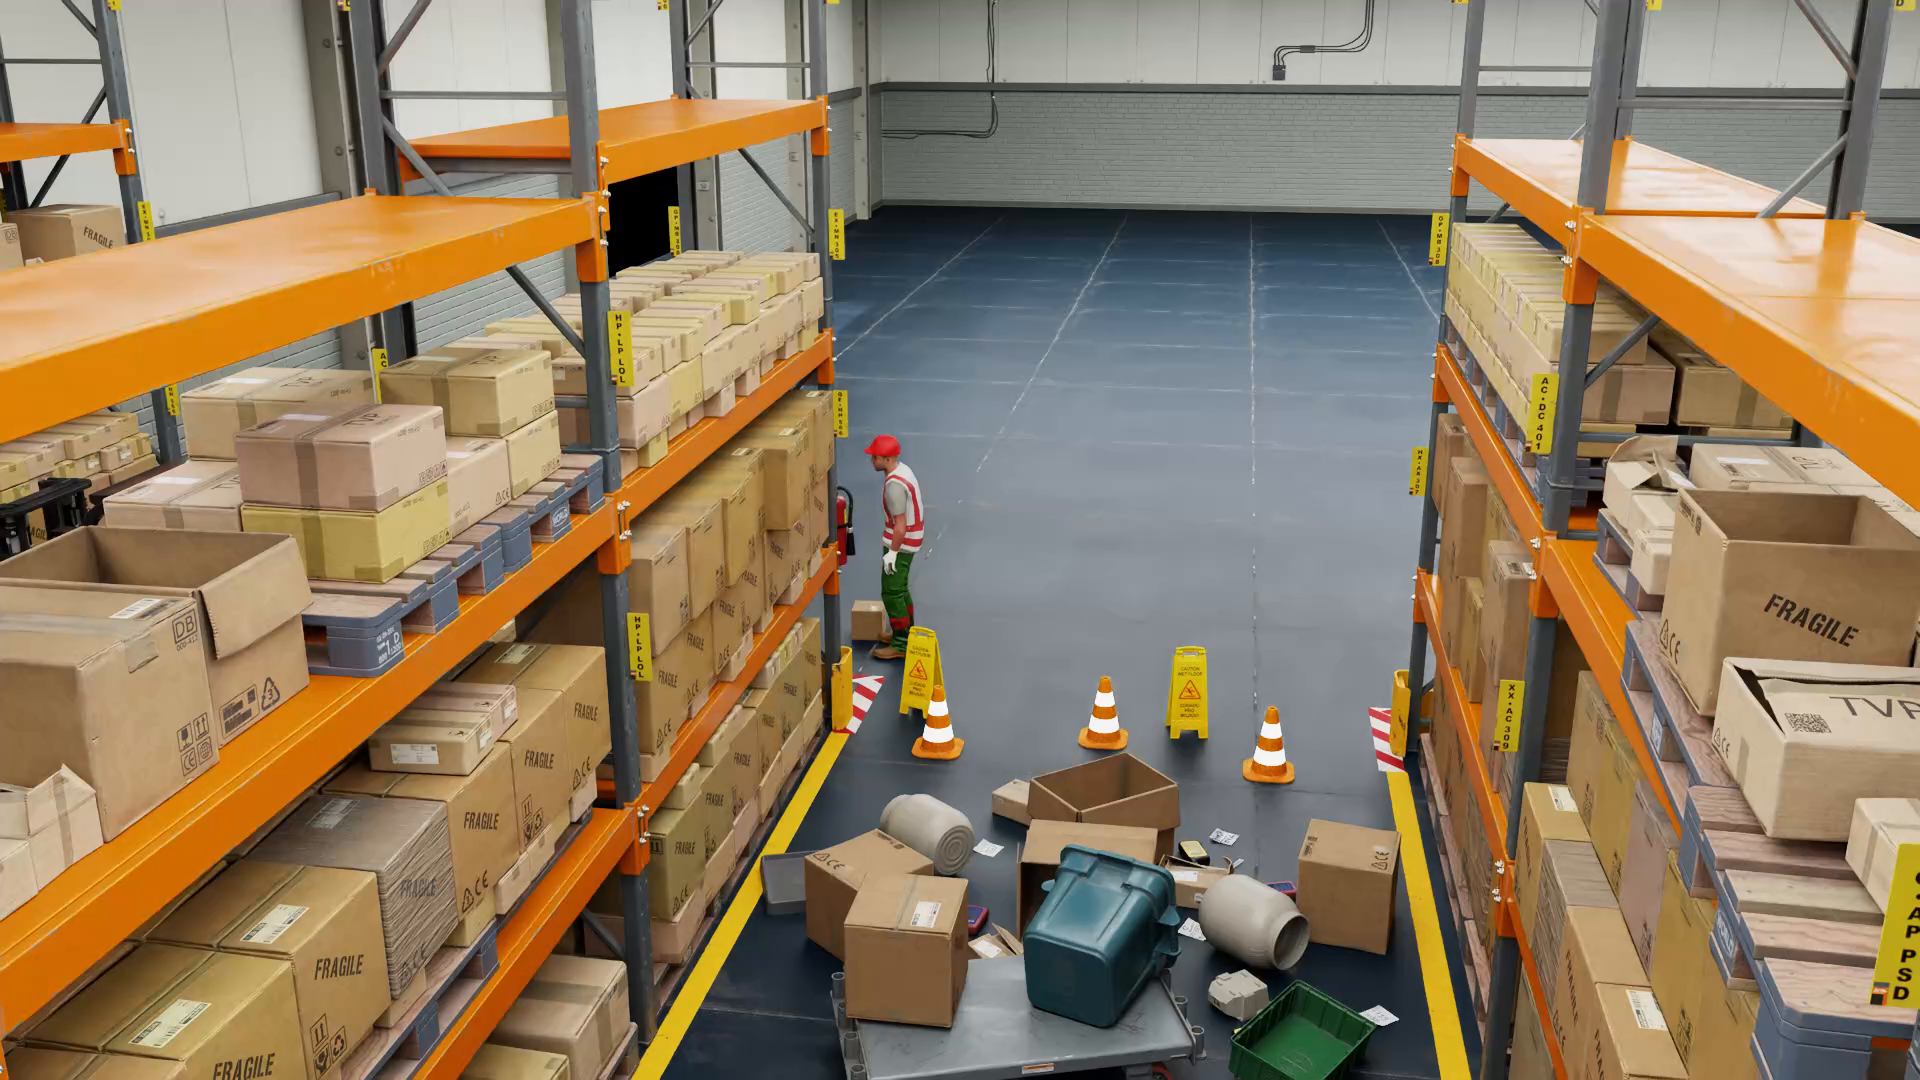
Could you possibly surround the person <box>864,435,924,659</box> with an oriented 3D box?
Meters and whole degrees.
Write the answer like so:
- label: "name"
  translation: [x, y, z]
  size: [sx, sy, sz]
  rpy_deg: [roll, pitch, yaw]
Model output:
- label: "person"
  translation: [-0.507, 0.043, 12.894]
  size: [0.451, 1.779, 0.618]
  rpy_deg: [1, 18, 3]
